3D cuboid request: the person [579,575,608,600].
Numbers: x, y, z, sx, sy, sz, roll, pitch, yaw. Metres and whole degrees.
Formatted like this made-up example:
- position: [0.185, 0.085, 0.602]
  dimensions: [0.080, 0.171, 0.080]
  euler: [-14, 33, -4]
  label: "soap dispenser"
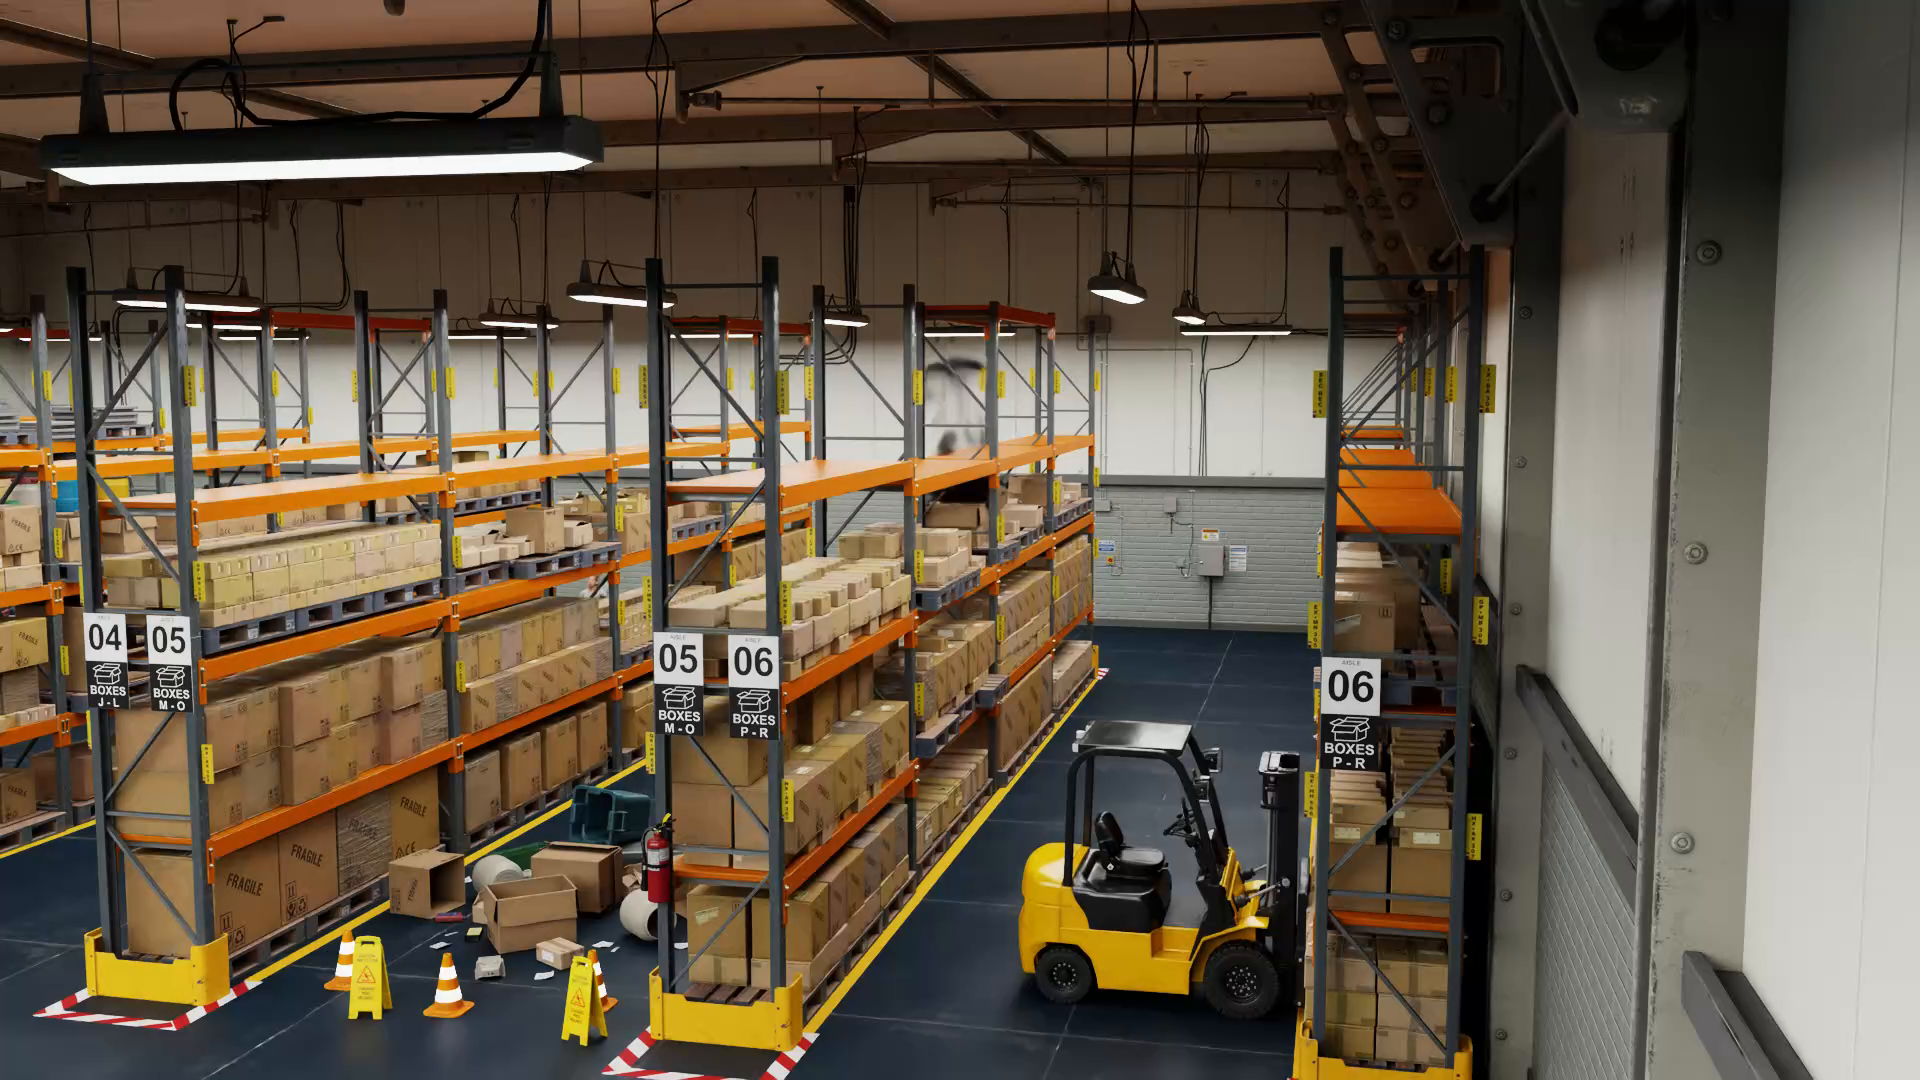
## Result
- position: [-6.432, 1.402, 29.193]
  dimensions: [0.573, 1.628, 0.758]
  euler: [1, 6, 5]
  label: "person"
